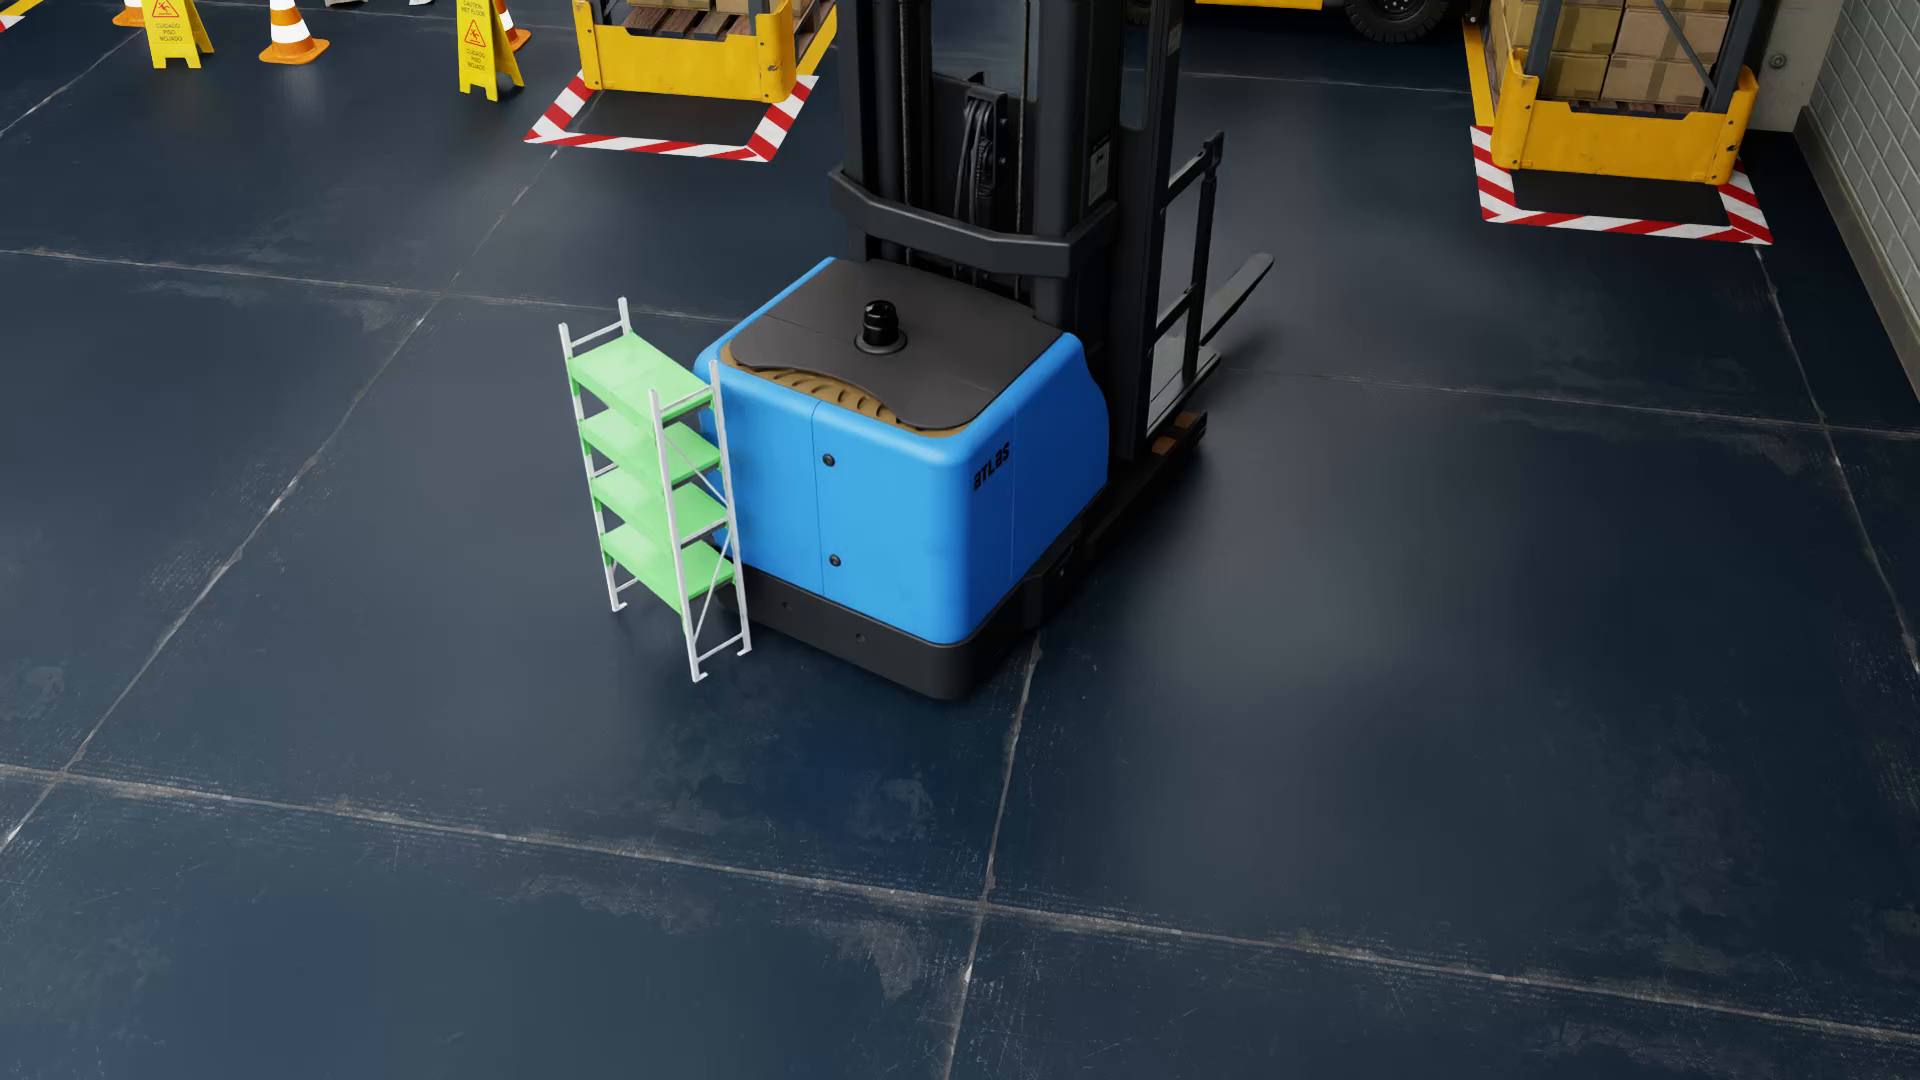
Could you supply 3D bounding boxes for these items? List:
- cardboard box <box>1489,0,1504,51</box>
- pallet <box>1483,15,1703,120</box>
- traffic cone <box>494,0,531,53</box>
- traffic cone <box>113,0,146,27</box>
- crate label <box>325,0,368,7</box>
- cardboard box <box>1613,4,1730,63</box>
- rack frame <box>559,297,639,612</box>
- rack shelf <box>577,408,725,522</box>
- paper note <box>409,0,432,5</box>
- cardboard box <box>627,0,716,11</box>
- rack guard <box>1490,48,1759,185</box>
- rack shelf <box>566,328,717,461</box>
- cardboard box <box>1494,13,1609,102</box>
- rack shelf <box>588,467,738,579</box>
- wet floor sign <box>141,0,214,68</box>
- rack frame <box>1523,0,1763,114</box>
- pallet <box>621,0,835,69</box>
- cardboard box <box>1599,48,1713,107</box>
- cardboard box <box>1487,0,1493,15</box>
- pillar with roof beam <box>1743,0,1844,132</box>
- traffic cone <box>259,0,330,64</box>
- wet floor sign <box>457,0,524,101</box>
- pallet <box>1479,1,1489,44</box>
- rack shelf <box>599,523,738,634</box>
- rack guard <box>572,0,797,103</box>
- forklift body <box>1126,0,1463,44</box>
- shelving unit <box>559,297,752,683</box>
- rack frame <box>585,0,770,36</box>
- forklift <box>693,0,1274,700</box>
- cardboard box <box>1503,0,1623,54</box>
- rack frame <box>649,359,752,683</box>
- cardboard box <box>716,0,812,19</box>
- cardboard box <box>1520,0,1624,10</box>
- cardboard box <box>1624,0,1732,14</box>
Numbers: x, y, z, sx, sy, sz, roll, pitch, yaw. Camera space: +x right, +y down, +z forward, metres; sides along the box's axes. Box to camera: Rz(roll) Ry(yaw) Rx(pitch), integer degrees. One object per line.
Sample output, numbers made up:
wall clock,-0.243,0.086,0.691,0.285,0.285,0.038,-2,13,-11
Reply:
cardboard box,3.227,-2.879,9.206,0.500,0.250,0.500,6,40,8
pallet,3.453,-2.546,9.163,1.003,0.211,1.213,6,40,8
traffic cone,-2.724,-3.115,9.655,0.336,0.463,0.334,6,40,8
traffic cone,-4.930,-3.362,9.954,0.336,0.463,0.334,6,40,8
crate label,-3.801,-3.399,10.254,0.250,0.136,0.298,-13,41,-15
cardboard box,3.648,-2.703,8.601,0.500,0.250,0.500,7,40,8
rack frame,-1.153,-0.258,5.618,0.240,1.200,0.015,-31,49,-31
rack shelf,-0.988,-0.279,5.367,0.258,0.148,0.480,-31,49,-31
paper note,-3.325,-3.349,10.277,0.148,0.019,0.142,-6,40,-8
cardboard box,-1.649,-3.335,9.758,0.500,0.250,0.500,6,40,7
rack guard,3.358,-2.157,8.467,1.175,0.500,0.348,6,40,8
rack shelf,-0.989,-0.463,5.214,0.258,0.148,0.480,-31,49,-31
cardboard box,3.132,-2.568,8.830,0.500,0.250,0.500,7,40,8
rack shelf,-0.987,-0.095,5.521,0.258,0.148,0.480,-31,49,-31
wet floor sign,-4.475,-3.019,9.396,0.267,0.644,0.232,0,40,0
rack frame,3.362,-3.136,7.689,1.000,3.000,0.127,6,40,8
pallet,-1.339,-3.160,9.906,1.003,0.211,1.213,6,40,8
cardboard box,3.639,-2.525,8.778,0.500,0.250,0.500,7,40,8
cardboard box,3.323,-3.192,9.585,0.500,0.250,0.500,7,40,8
pillar with roof beam,0.130,-6.260,6.760,9.100,9.000,0.400,6,40,8
traffic cone,-3.876,-3.024,9.545,0.336,0.463,0.334,6,40,8
wet floor sign,-2.615,-2.772,9.097,0.267,0.644,0.232,20,44,23
pallet,3.666,-3.309,10.087,1.003,0.211,1.213,6,40,8
rack shelf,-0.985,0.090,5.675,0.258,0.148,0.480,-31,49,-31
rack guard,-1.515,-2.765,9.202,1.175,0.500,0.348,6,40,8
forklift body,1.893,-4.200,9.642,2.313,2.155,1.214,6,40,8
shelving unit,-0.987,-0.144,5.480,0.258,1.200,0.503,-31,49,-31
rack frame,-1.528,-3.681,8.348,1.000,3.000,0.127,6,40,8
forklift,0.331,-1.516,5.784,1.130,2.935,3.031,21,44,24
cardboard box,3.138,-2.771,8.683,0.500,0.250,0.500,6,40,7
rack frame,-0.821,-0.029,5.342,0.240,1.200,0.015,-31,49,-31
cardboard box,-1.116,-3.259,9.666,0.500,0.250,0.500,6,40,7
cardboard box,3.134,-2.947,8.504,0.500,0.250,0.500,8,40,9
cardboard box,3.631,-2.904,8.452,0.500,0.250,0.500,6,40,7
